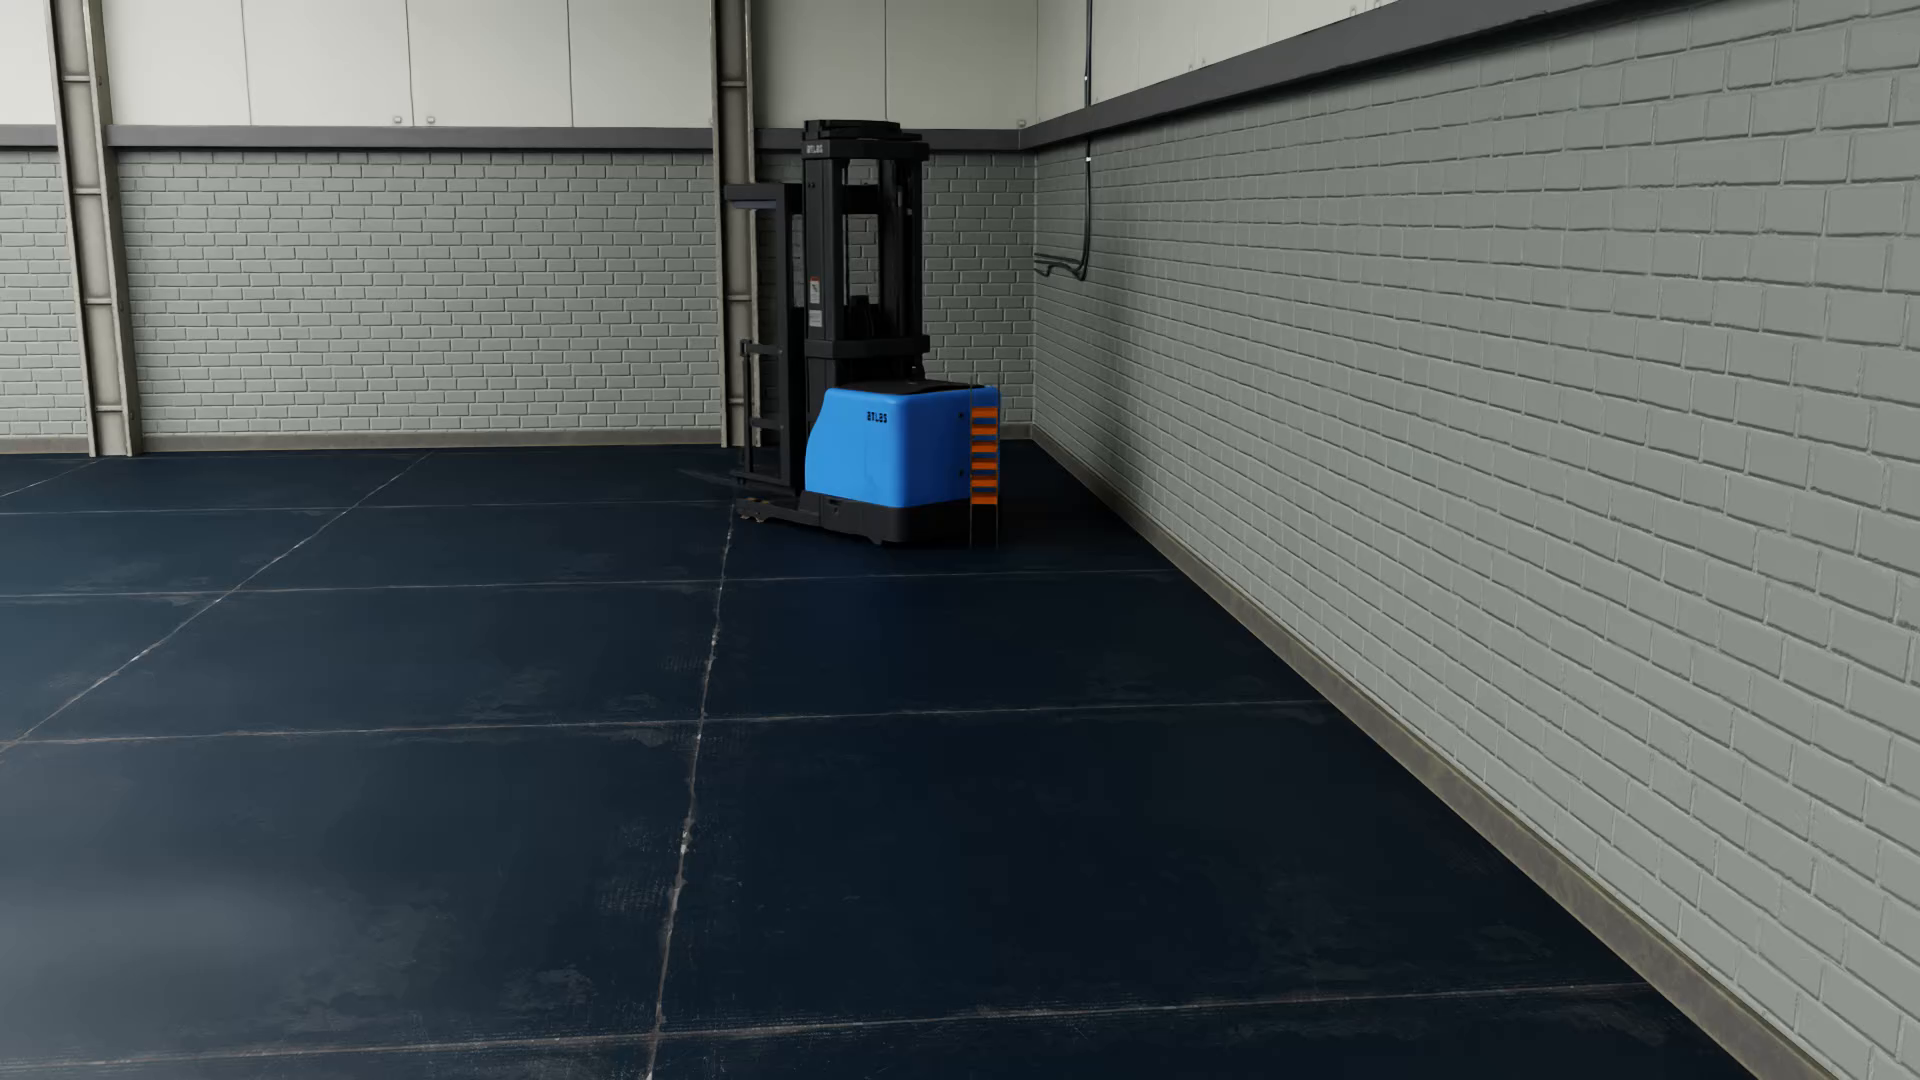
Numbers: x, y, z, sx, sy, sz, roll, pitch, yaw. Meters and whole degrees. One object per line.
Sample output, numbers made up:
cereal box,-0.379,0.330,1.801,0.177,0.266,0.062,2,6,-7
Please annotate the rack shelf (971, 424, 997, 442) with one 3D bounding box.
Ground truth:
rack shelf,0.172,-0.743,11.525,0.180,0.103,0.258,1,11,3

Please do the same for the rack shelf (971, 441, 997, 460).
rack shelf,0.172,-0.626,11.548,0.180,0.103,0.258,1,11,3

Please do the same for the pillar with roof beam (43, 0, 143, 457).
pillar with roof beam,-7.696,-4.422,11.035,0.400,9.000,9.100,-1,11,-6

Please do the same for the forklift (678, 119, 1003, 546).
forklift,-1.055,-1.625,12.538,1.130,2.935,3.031,-10,15,-41

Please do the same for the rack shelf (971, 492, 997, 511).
rack shelf,0.172,-0.272,11.617,0.180,0.103,0.258,1,11,3

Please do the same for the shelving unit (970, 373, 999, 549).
shelving unit,0.172,-0.551,11.562,0.189,1.200,0.258,1,11,3

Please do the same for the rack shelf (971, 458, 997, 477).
rack shelf,0.172,-0.508,11.571,0.180,0.103,0.258,1,11,3

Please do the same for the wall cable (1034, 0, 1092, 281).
wall cable,0.875,-3.657,15.192,0.112,2.526,3.097,-1,11,-6

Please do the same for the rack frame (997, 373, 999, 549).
rack frame,0.264,-0.551,11.558,0.006,1.200,0.240,1,11,3

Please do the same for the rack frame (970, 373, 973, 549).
rack frame,0.081,-0.552,11.567,0.006,1.200,0.240,1,11,3

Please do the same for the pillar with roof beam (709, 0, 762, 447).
pillar with roof beam,-1.731,-4.547,11.671,0.400,9.000,9.100,-1,11,-6

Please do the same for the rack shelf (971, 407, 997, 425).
rack shelf,0.172,-0.861,11.501,0.180,0.103,0.258,1,11,3

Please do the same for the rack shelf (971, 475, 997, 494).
rack shelf,0.172,-0.390,11.594,0.180,0.103,0.258,1,11,3
